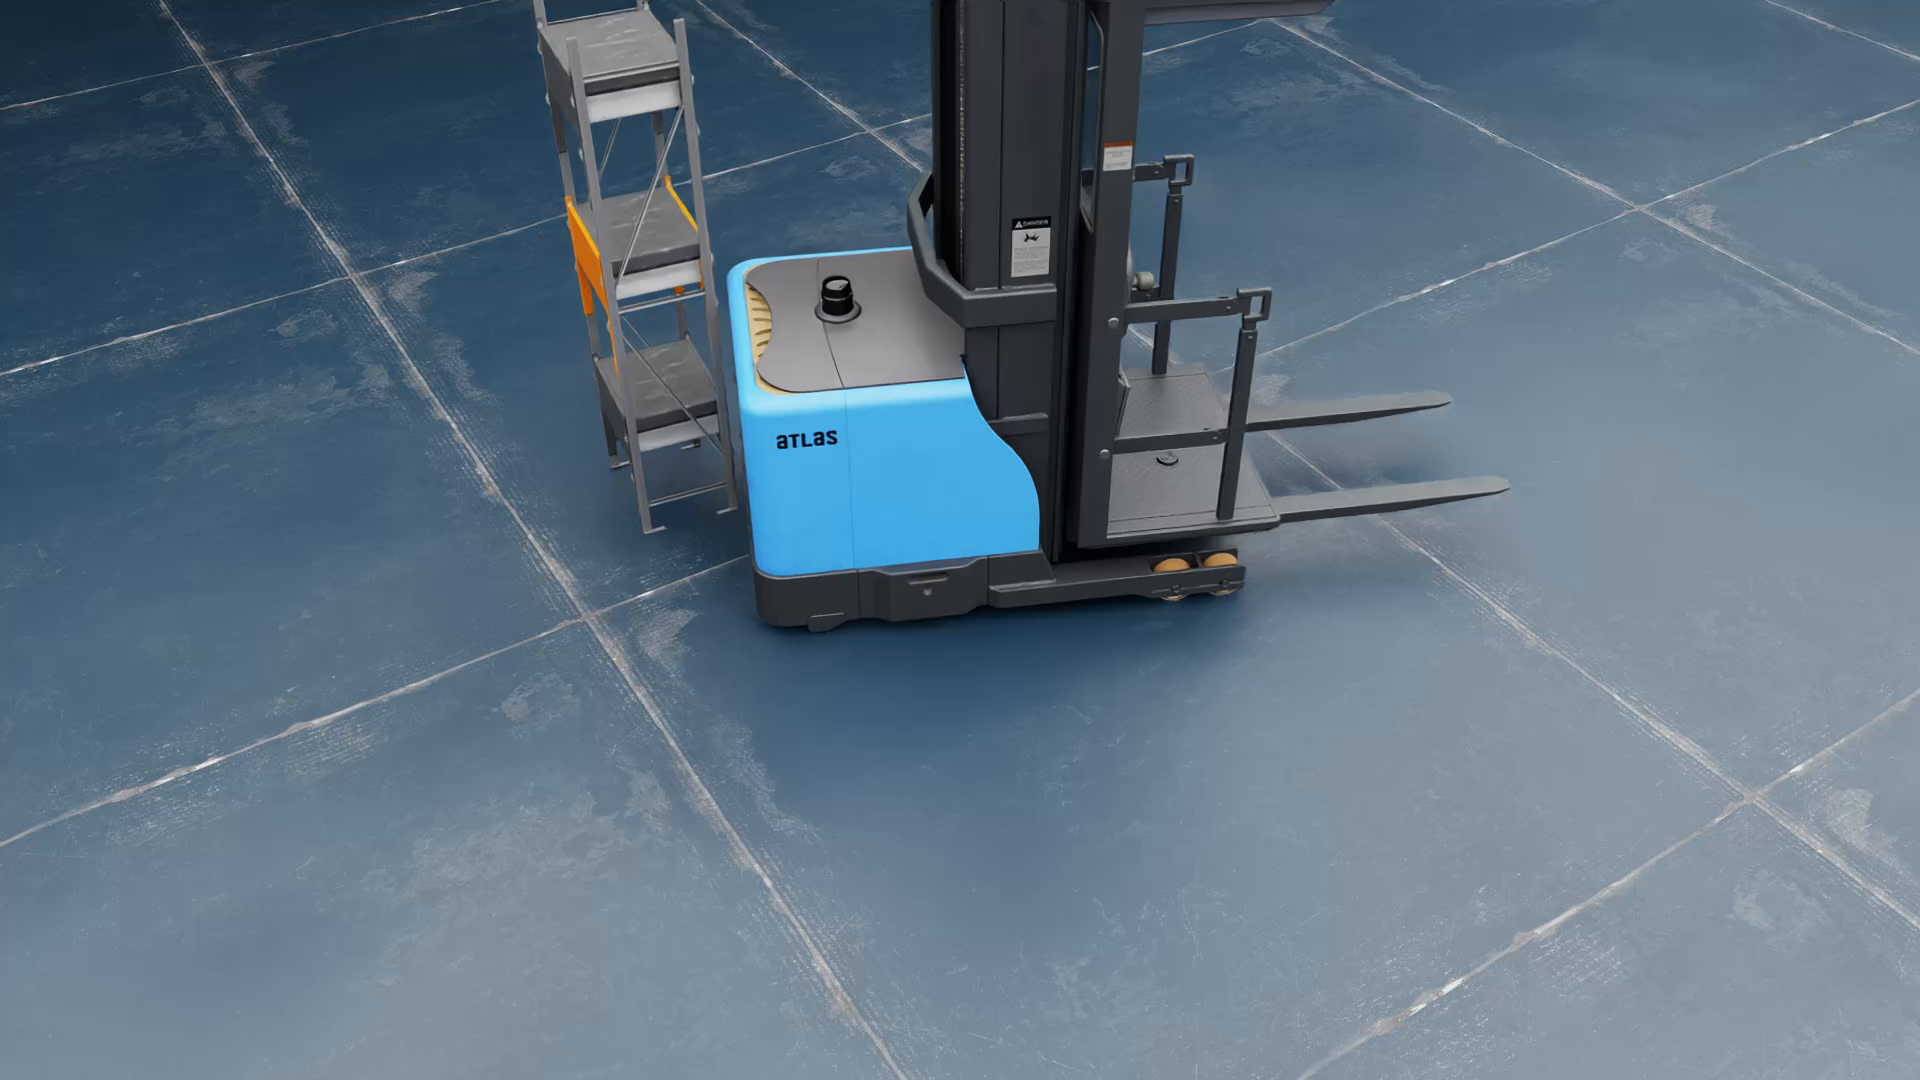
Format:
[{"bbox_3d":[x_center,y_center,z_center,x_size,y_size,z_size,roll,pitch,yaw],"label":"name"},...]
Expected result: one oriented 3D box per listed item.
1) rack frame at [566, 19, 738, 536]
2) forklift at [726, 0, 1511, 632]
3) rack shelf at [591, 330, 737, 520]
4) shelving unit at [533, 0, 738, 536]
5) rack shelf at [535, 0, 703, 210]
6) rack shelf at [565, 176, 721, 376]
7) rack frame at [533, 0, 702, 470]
[{"bbox_3d":[-1.105,-0.881,6.167,0.400,2.100,0.015,-16,42,-19],"label":"rack frame"},{"bbox_3d":[0.659,-1.220,5.925,3.031,2.935,1.130,-6,40,-7],"label":"forklift"},{"bbox_3d":[-1.206,-0.475,6.795,0.431,0.518,0.480,-16,42,-19],"label":"rack shelf"},{"bbox_3d":[-1.206,-1.023,6.338,0.431,2.100,0.503,-16,42,-19],"label":"shelving unit"},{"bbox_3d":[-1.206,-1.551,5.898,0.431,0.518,0.480,-16,42,-19],"label":"rack shelf"},{"bbox_3d":[-1.206,-1.013,6.347,0.431,0.518,0.480,-16,42,-19],"label":"rack shelf"},{"bbox_3d":[-1.308,-1.165,6.508,0.400,2.100,0.015,-16,42,-19],"label":"rack frame"}]
